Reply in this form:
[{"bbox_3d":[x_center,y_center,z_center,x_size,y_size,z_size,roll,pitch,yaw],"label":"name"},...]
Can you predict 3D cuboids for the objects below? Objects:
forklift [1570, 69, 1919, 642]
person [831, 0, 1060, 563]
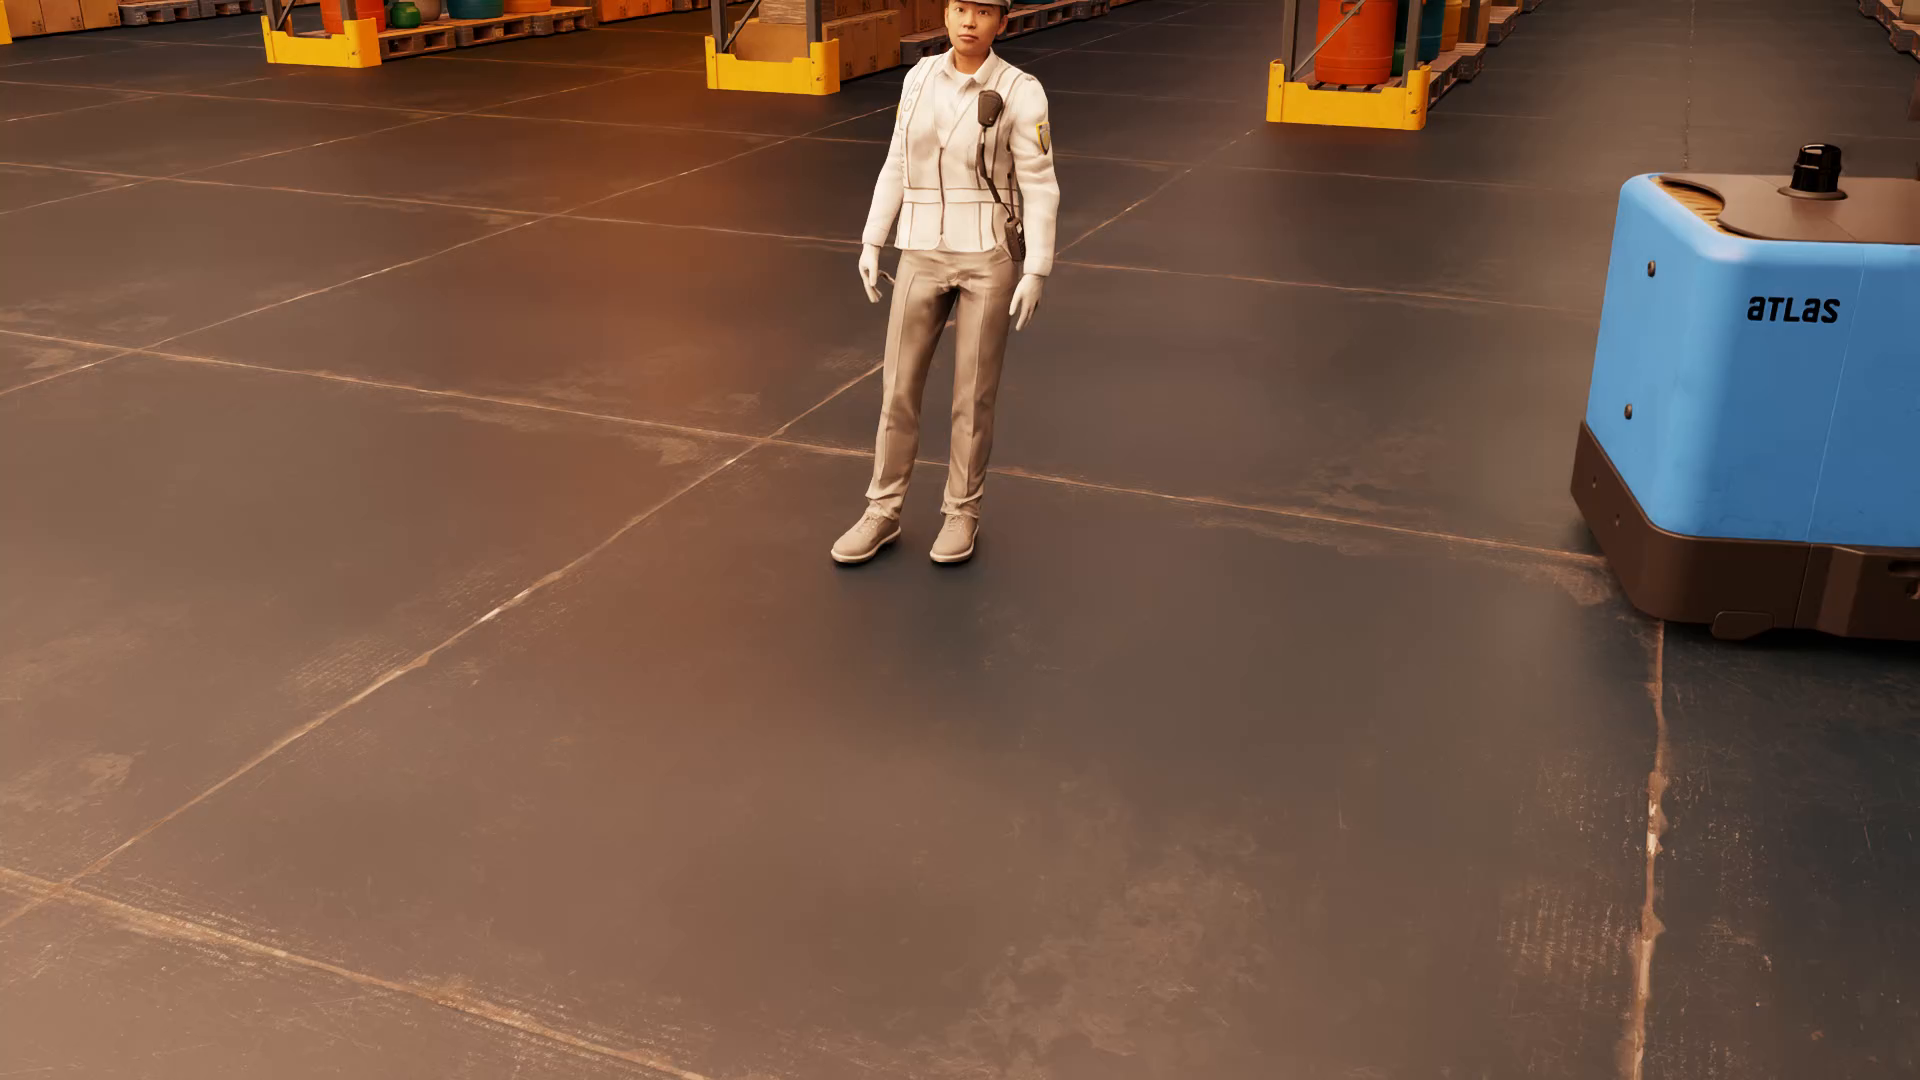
[{"bbox_3d":[3.374,-1.193,4.147,3.031,2.935,1.130,3,23,7],"label":"forklift"},{"bbox_3d":[-0.032,-0.765,4.707,0.588,1.695,0.531,9,24,21],"label":"person"}]
